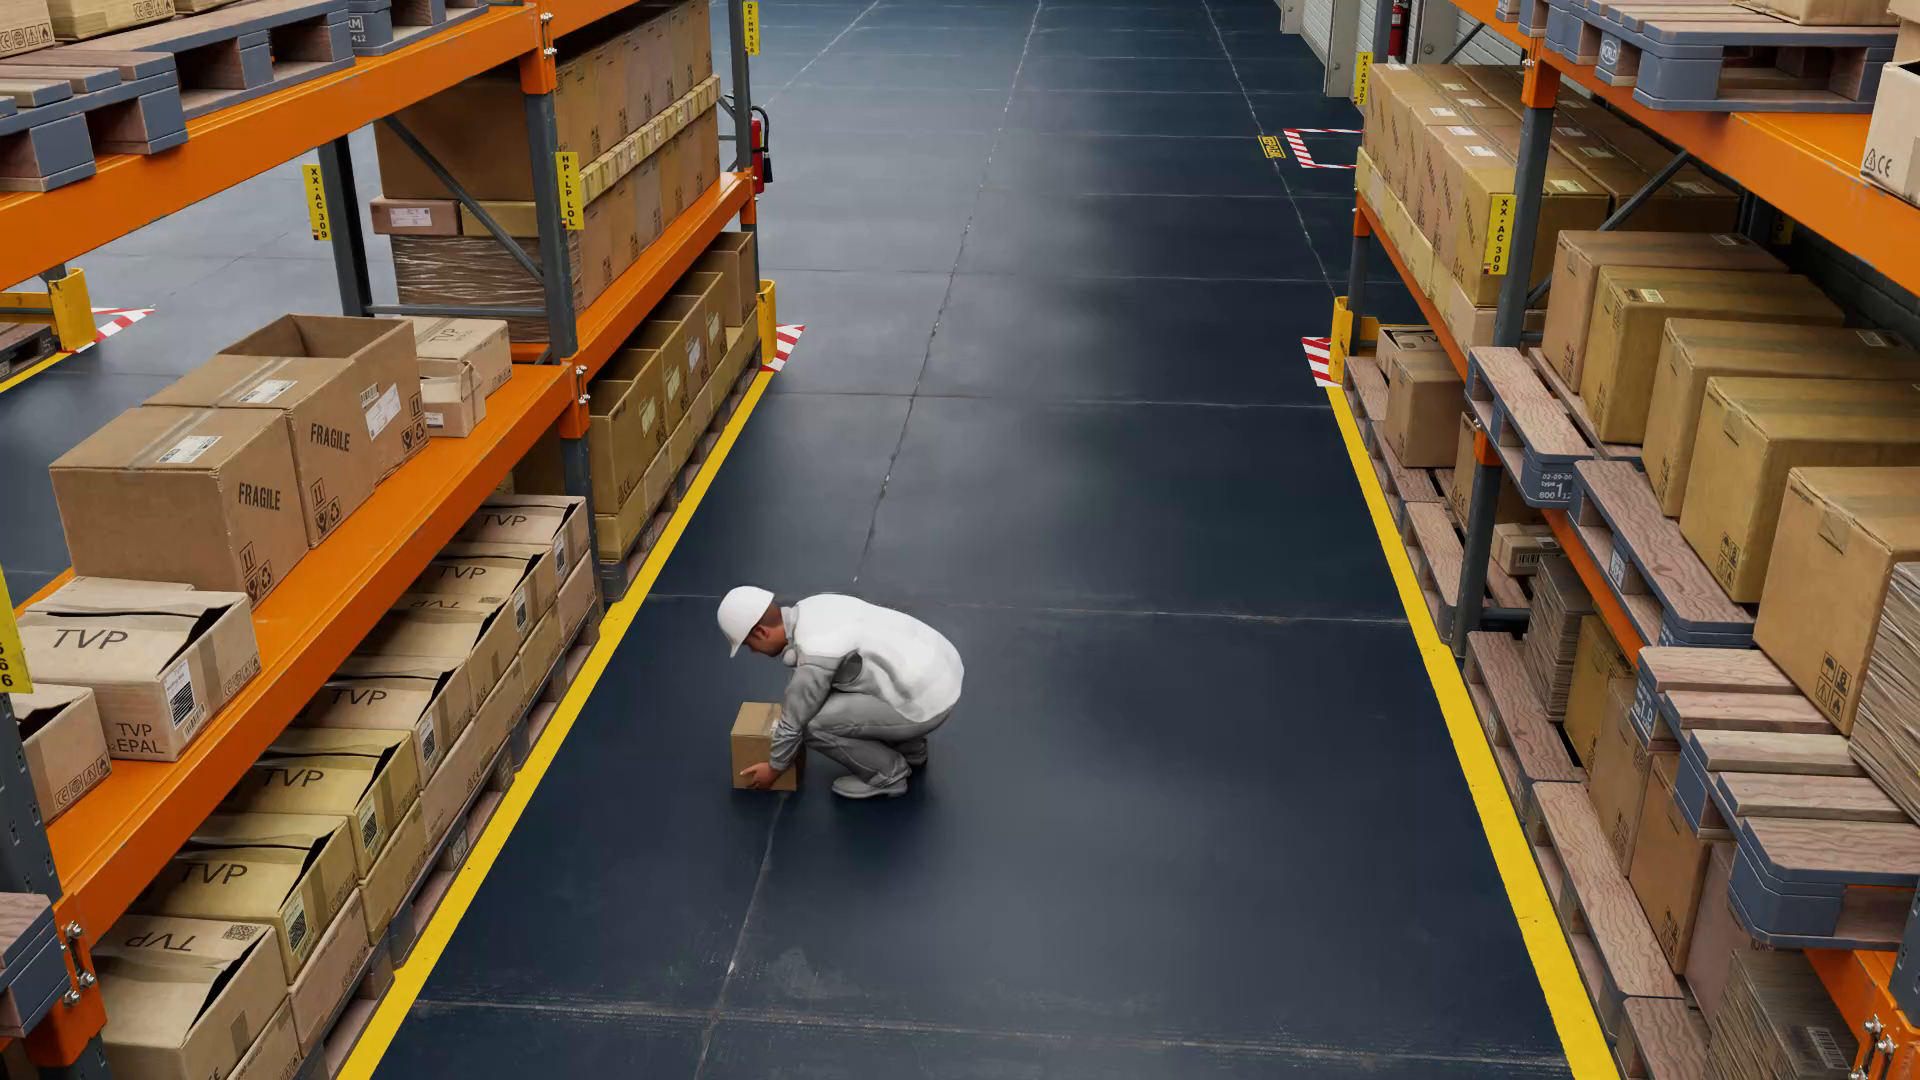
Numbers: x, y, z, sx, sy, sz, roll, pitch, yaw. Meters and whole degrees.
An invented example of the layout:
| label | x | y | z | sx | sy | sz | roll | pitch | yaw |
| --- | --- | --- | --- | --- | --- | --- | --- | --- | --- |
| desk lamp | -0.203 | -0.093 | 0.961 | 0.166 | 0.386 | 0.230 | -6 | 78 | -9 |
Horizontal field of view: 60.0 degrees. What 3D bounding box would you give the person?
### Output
| label | x | y | z | sx | sy | sz | roll | pitch | yaw |
| --- | --- | --- | --- | --- | --- | --- | --- | --- | --- |
| person | -0.453 | 0.568 | 6.469 | 0.925 | 0.870 | 0.529 | 2 | 24 | 4 |
